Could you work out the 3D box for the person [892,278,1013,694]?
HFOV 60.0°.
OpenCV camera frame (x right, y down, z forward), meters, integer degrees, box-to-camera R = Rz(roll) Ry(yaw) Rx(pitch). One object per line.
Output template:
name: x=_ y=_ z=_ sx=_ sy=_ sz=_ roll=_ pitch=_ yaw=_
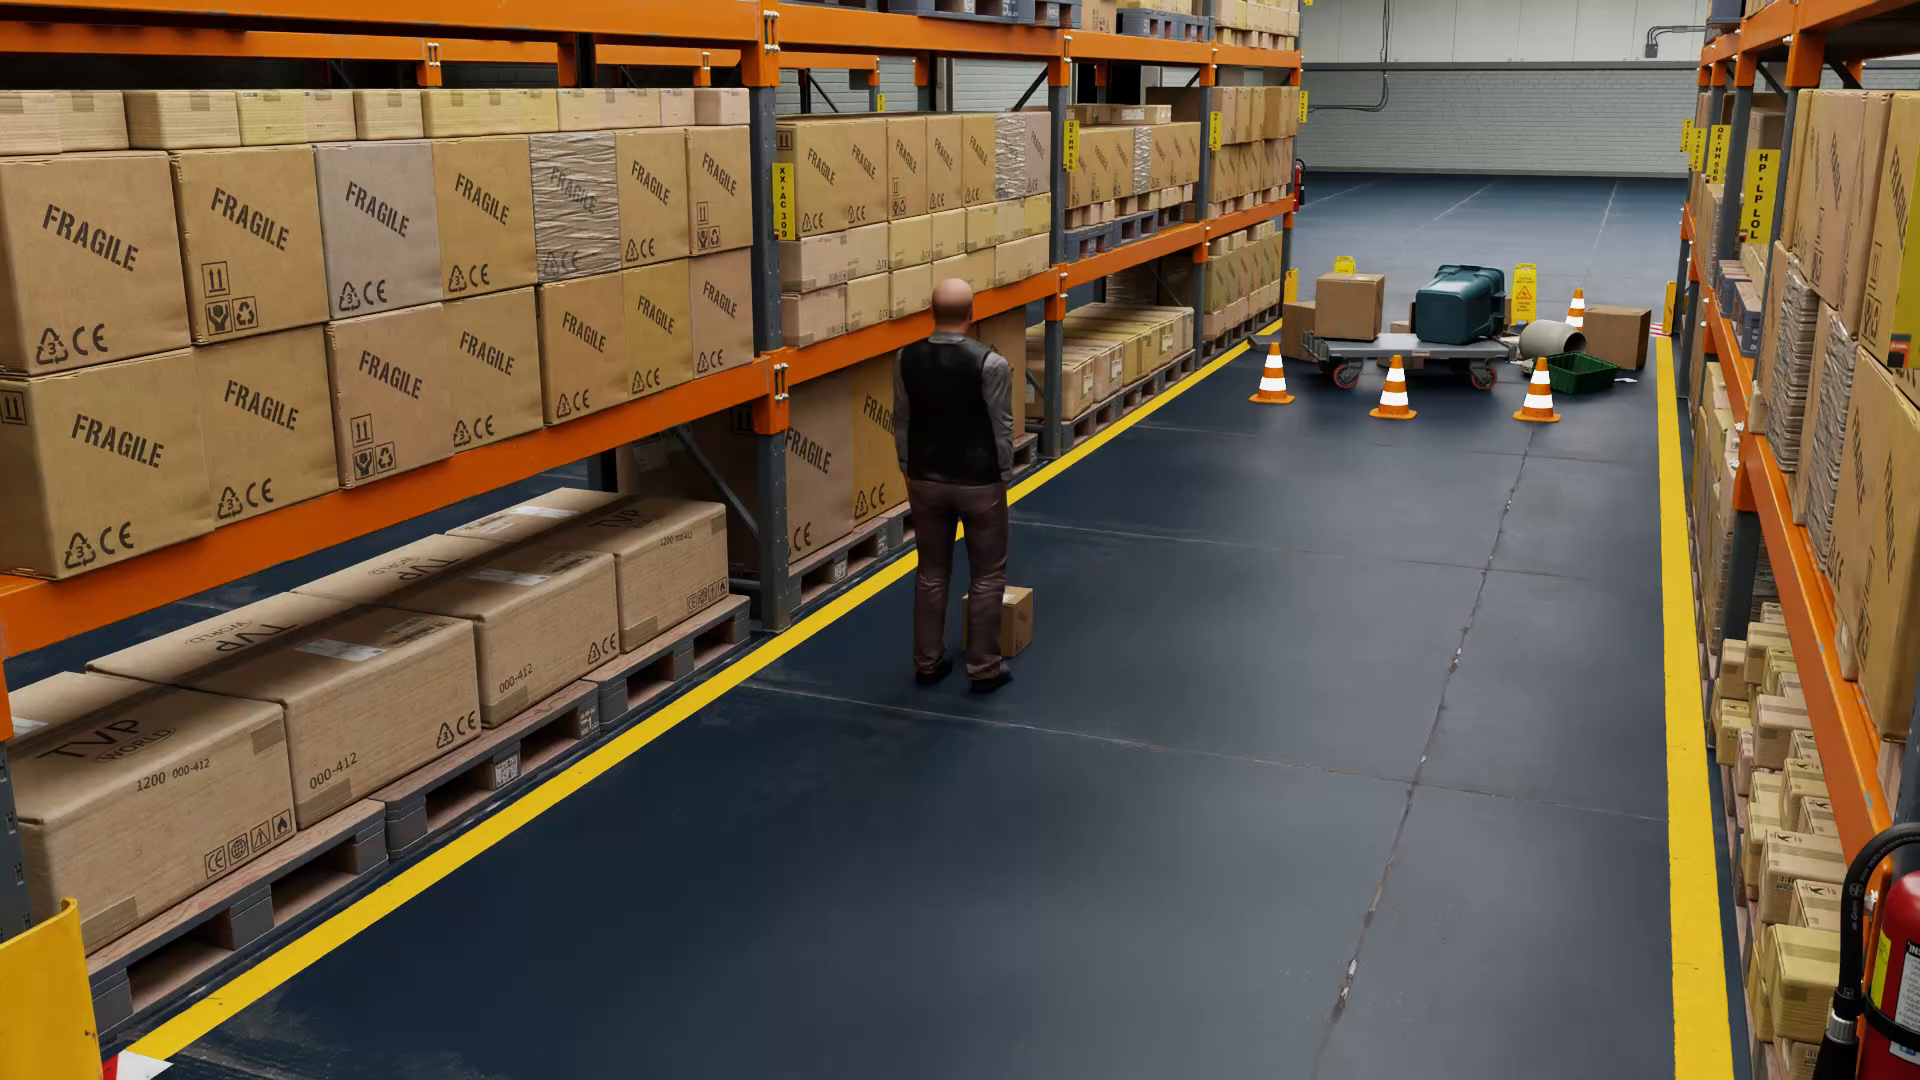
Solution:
person: x=-0.024 y=-0.225 z=6.914 sx=0.534 sy=1.714 sz=0.357 roll=6 pitch=17 yaw=22
